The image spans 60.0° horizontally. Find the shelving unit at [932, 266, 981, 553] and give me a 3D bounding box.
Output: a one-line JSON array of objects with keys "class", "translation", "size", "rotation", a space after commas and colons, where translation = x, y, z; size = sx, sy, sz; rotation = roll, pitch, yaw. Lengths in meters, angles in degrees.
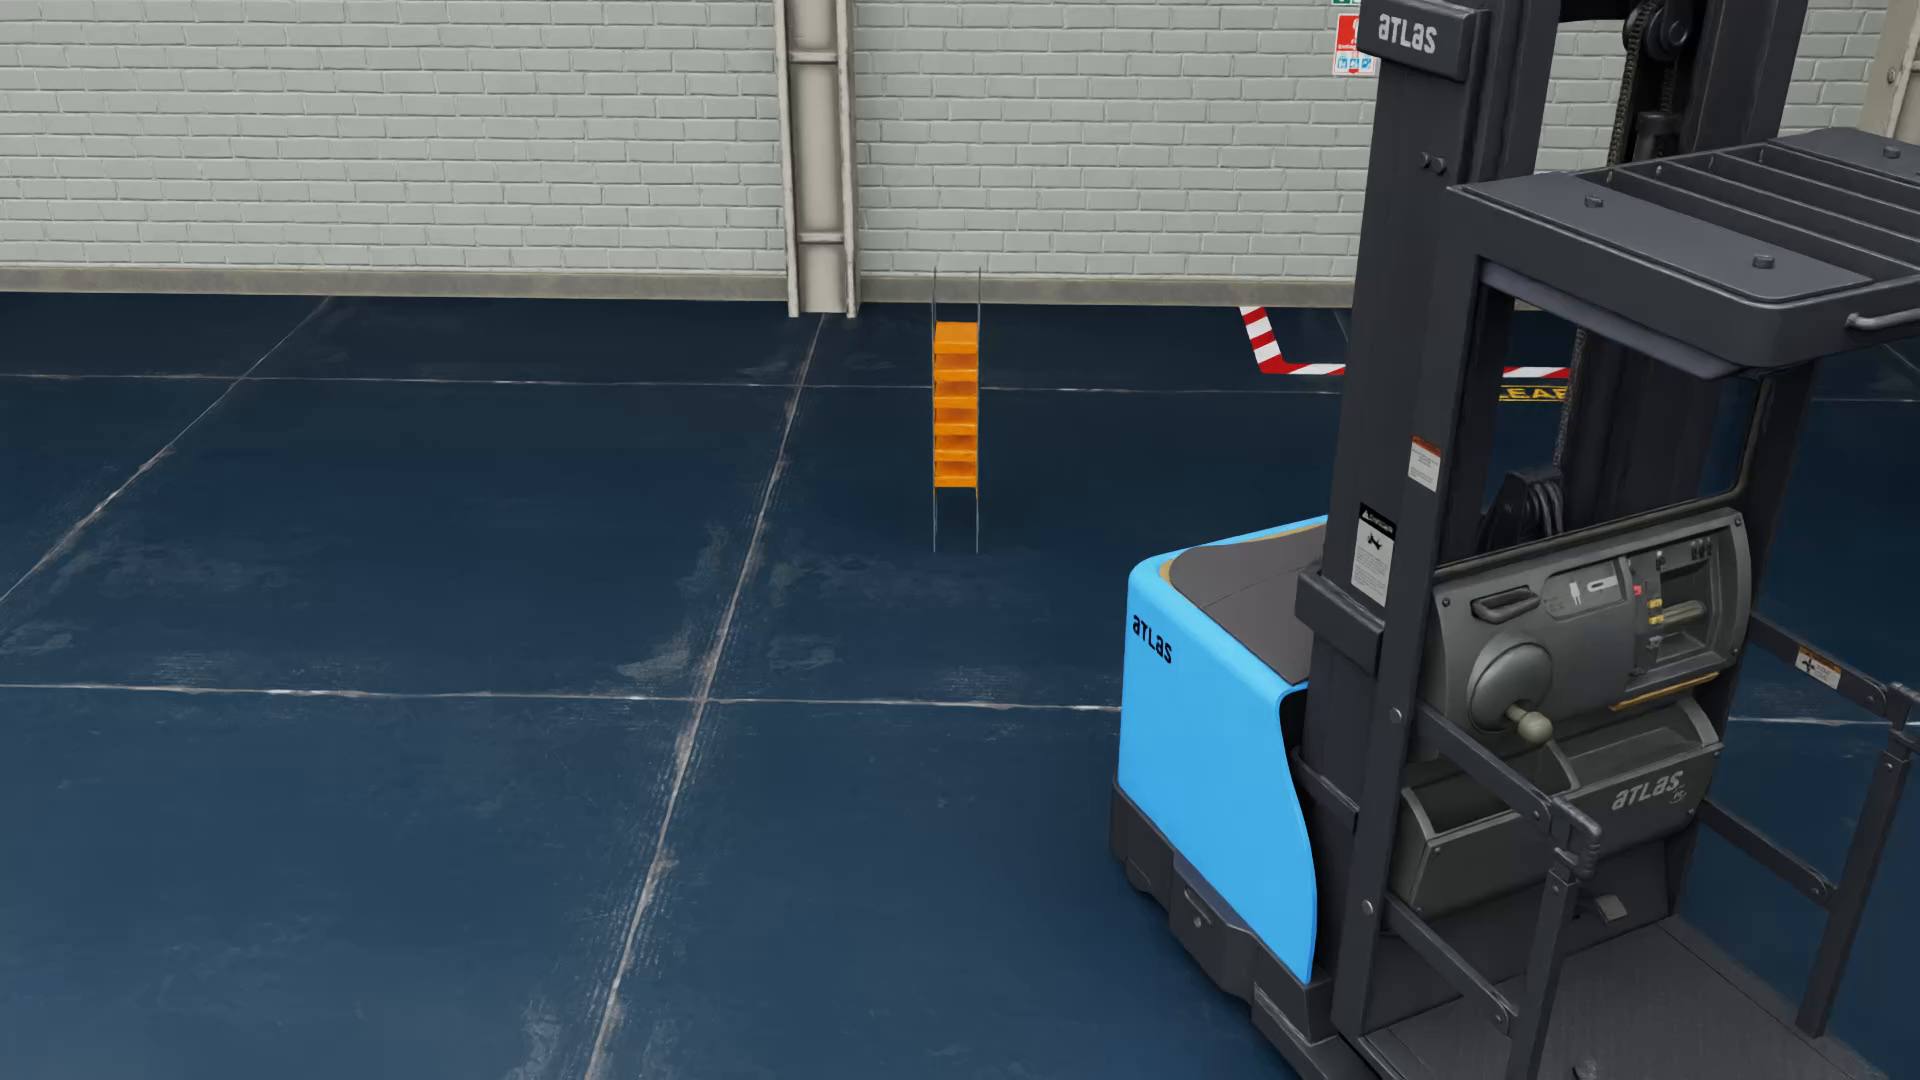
[{"class": "shelving unit", "translation": [-0.014, -0.530, 6.969], "size": [0.189, 1.200, 0.258], "rotation": [1, 28, 2]}]

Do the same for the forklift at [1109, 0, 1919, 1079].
[{"class": "forklift", "translation": [1.565, 0.239, 3.669], "size": [1.130, 2.935, 3.031], "rotation": [-13, 30, -22]}]

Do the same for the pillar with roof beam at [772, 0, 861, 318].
[{"class": "pillar with roof beam", "translation": [-0.948, -3.331, 3.925], "size": [0.400, 9.000, 9.100], "rotation": [1, 28, 2]}]

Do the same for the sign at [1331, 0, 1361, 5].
[{"class": "sign", "translation": [2.187, -2.958, 9.023], "size": [0.331, 0.109, 0.001], "rotation": [1, 28, 2]}]

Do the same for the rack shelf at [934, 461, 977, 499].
[{"class": "rack shelf", "translation": [-0.014, -0.279, 7.103], "size": [0.180, 0.103, 0.258], "rotation": [1, 28, 2]}]

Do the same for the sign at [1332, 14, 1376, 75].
[{"class": "sign", "translation": [2.183, -2.728, 9.155], "size": [0.234, 0.329, 0.001], "rotation": [1, 28, 2]}]

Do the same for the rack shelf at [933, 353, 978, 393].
[{"class": "rack shelf", "translation": [-0.014, -0.703, 6.878], "size": [0.180, 0.103, 0.258], "rotation": [1, 28, 2]}]

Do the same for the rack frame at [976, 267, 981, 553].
[{"class": "rack frame", "translation": [0.077, -0.529, 6.967], "size": [0.006, 1.200, 0.240], "rotation": [1, 28, 2]}]

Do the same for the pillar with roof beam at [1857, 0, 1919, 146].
[{"class": "pillar with roof beam", "translation": [5.048, -3.232, 3.738], "size": [0.400, 9.000, 9.100], "rotation": [1, 28, 2]}]

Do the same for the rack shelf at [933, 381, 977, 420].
[{"class": "rack shelf", "translation": [-0.014, -0.597, 6.934], "size": [0.180, 0.103, 0.258], "rotation": [1, 28, 2]}]

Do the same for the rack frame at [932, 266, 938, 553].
[{"class": "rack frame", "translation": [-0.106, -0.532, 6.972], "size": [0.006, 1.200, 0.240], "rotation": [1, 28, 2]}]

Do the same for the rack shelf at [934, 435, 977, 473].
[{"class": "rack shelf", "translation": [-0.014, -0.385, 7.046], "size": [0.180, 0.103, 0.258], "rotation": [1, 28, 2]}]

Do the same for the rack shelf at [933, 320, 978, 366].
[{"class": "rack shelf", "translation": [-0.014, -0.809, 6.822], "size": [0.180, 0.103, 0.258], "rotation": [1, 28, 2]}]

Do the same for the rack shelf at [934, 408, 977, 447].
[{"class": "rack shelf", "translation": [-0.014, -0.491, 6.990], "size": [0.180, 0.103, 0.258], "rotation": [1, 28, 2]}]
